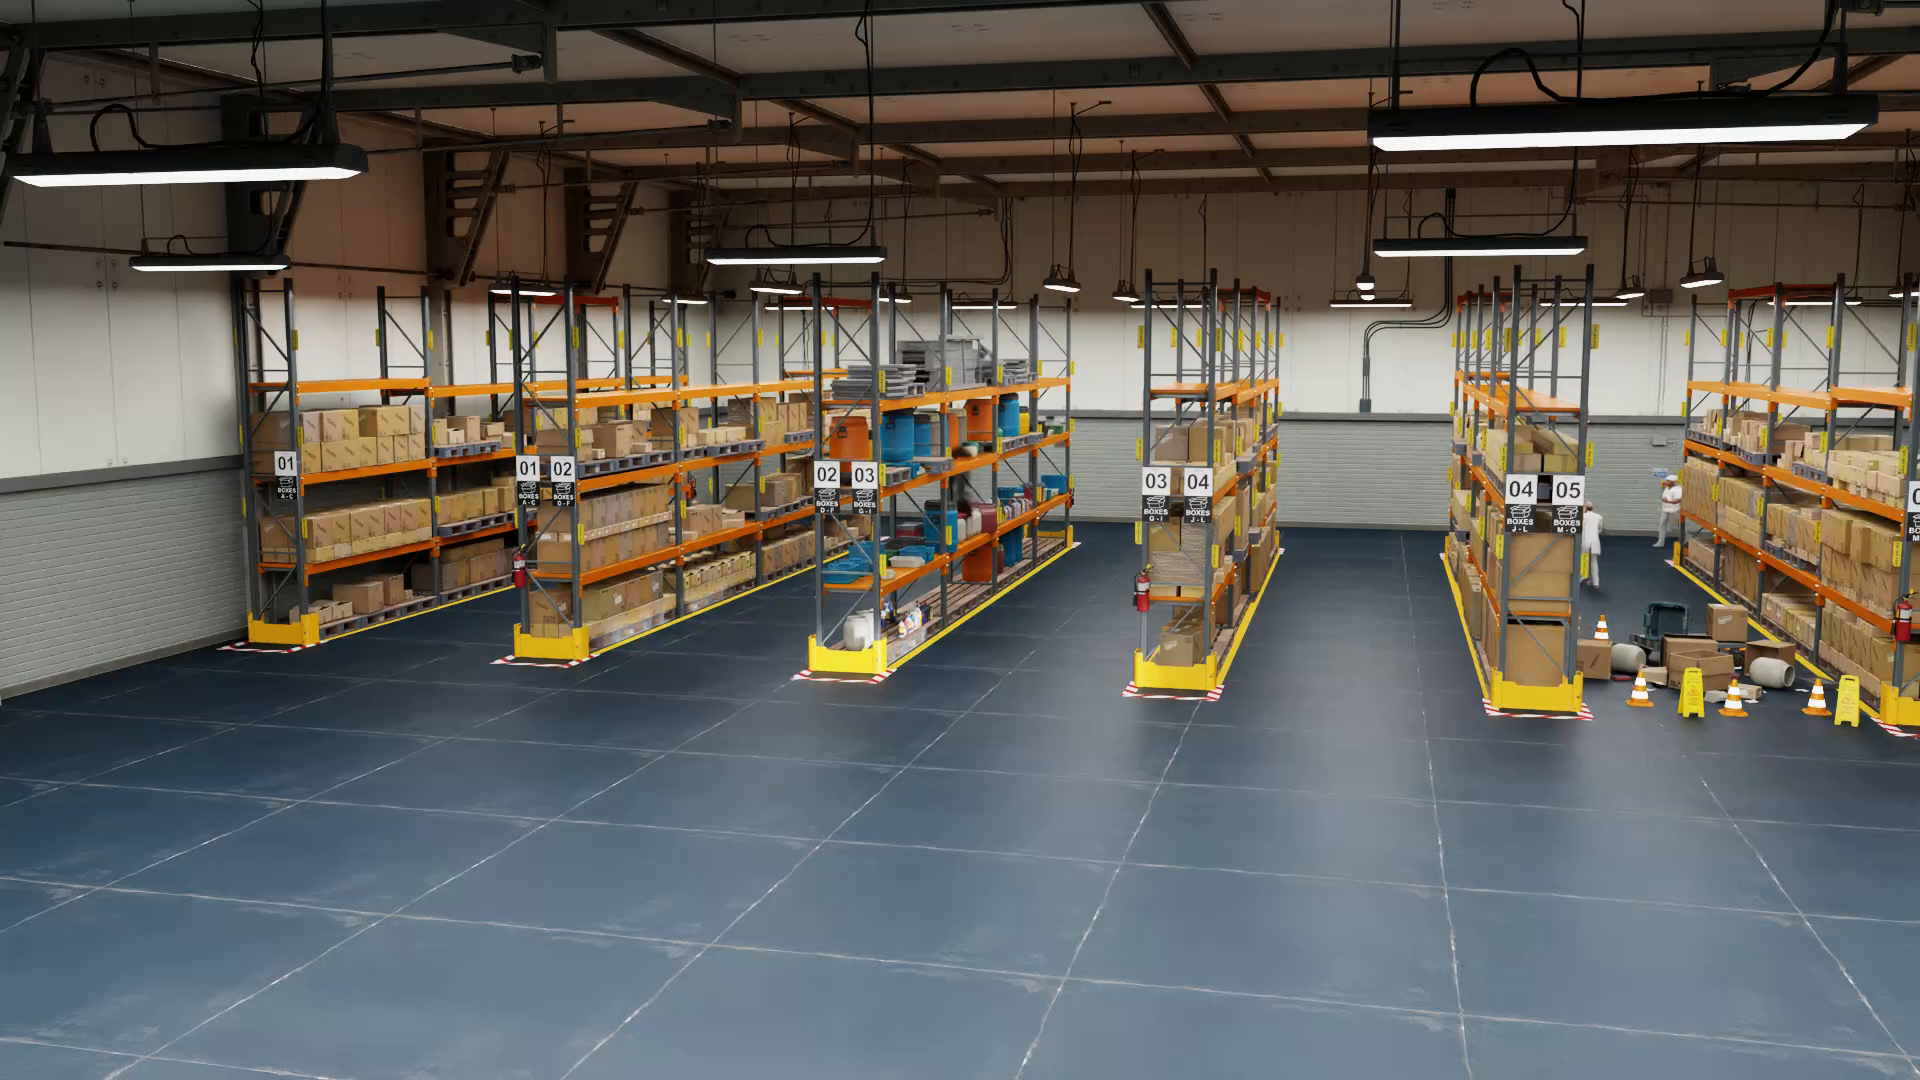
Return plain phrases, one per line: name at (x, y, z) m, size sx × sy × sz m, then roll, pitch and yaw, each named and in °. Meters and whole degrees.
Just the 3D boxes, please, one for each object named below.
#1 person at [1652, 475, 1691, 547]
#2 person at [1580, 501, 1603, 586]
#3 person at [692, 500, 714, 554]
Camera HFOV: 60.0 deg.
person at (17.163, -0.696, 40.093) m, size 0.946 × 1.749 × 0.706 m, roll -1°, pitch 7°, yaw -9°
person at (12.818, 0.086, 33.889) m, size 0.625 × 1.725 × 1.013 m, roll 0°, pitch 7°, yaw 3°
person at (-5.635, -0.137, 36.420) m, size 0.663 × 1.566 × 0.877 m, roll 0°, pitch 7°, yaw -3°
